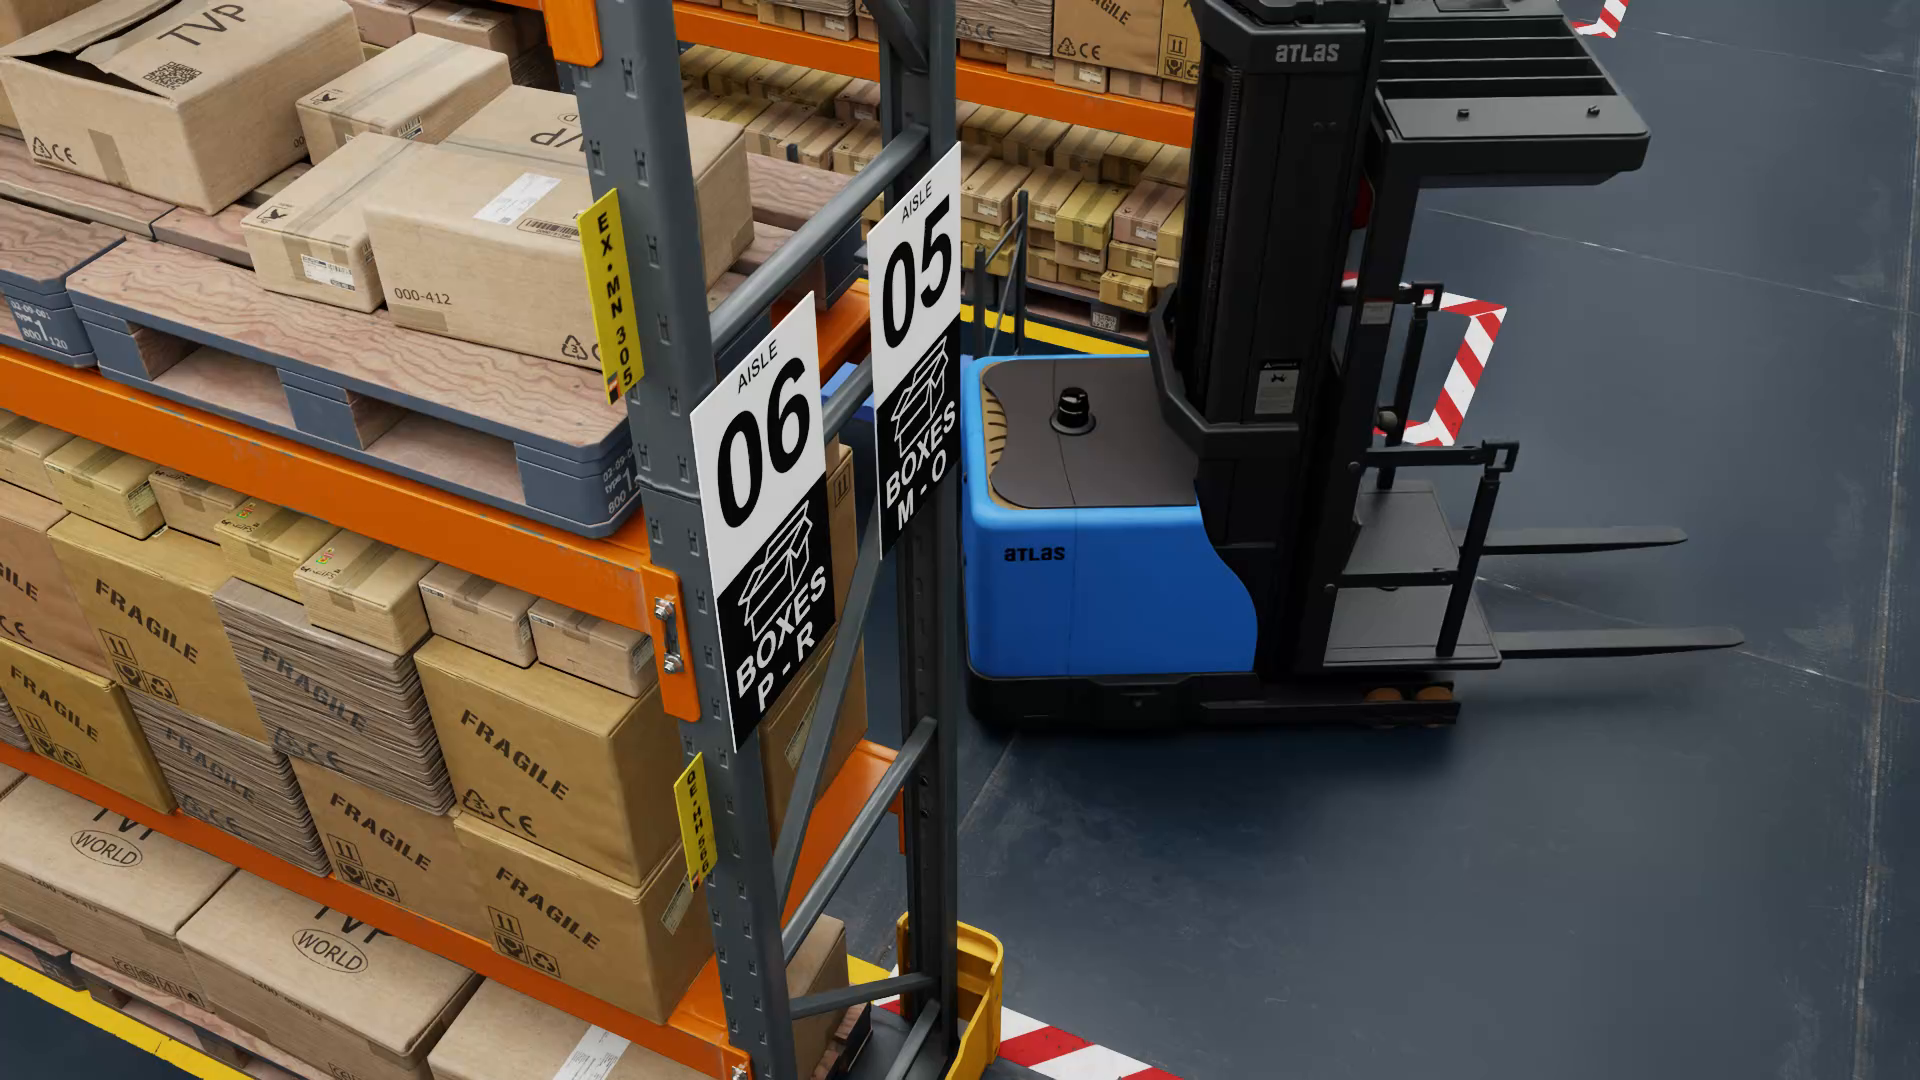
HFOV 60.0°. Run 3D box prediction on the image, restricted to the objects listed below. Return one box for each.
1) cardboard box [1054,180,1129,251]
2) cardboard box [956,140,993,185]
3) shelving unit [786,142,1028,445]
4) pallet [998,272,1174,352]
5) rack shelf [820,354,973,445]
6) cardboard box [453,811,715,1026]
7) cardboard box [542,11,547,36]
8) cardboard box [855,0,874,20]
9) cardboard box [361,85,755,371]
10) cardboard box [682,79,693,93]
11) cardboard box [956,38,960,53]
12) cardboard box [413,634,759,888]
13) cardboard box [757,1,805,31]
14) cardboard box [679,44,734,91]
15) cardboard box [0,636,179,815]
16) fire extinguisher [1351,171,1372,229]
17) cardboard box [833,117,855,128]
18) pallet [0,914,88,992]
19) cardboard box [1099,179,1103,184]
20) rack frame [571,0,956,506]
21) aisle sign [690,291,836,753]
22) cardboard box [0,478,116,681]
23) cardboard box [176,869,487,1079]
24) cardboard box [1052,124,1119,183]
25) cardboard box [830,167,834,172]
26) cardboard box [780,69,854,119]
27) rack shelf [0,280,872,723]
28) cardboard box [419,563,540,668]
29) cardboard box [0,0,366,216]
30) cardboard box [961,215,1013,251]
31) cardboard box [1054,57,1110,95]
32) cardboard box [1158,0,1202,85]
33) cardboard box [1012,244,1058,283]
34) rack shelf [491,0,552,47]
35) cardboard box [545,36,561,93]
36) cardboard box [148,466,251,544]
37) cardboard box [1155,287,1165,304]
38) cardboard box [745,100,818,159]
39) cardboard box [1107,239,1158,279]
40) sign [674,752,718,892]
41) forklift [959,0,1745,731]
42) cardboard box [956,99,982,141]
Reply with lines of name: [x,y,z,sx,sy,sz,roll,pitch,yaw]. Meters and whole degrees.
cardboard box: [0.651,-1.606,8.214,0.250,0.149,0.380,16,43,18]
cardboard box: [-0.016,-1.895,8.548,0.250,0.149,0.380,16,43,17]
shelving unit: [-0.309,-0.789,7.016,1.048,1.500,0.538,15,43,17]
pallet: [0.940,-1.416,8.723,1.213,0.211,1.003,17,44,19]
rack shelf: [-0.309,-0.654,7.134,1.000,0.185,0.538,15,43,17]
cardboard box: [-0.821,0.749,4.020,0.500,0.500,0.500,17,44,19]
cardboard box: [-2.453,-3.170,9.632,0.500,0.250,0.500,15,43,17]
cardboard box: [-0.162,-2.750,7.829,0.500,0.500,0.500,19,44,21]
cardboard box: [-0.717,-0.582,3.058,0.500,0.250,0.500,13,43,15]
cardboard box: [-1.671,-2.399,9.129,0.250,0.149,0.380,19,44,20]
cardboard box: [-0.063,-2.504,8.040,0.250,0.149,0.380,18,44,19]
cardboard box: [-0.809,0.355,3.710,0.500,0.500,0.500,18,44,20]
cardboard box: [-0.803,-2.686,8.250,0.250,0.149,0.380,18,44,19]
cardboard box: [-1.463,-2.673,9.446,0.250,0.149,0.380,18,44,20]
cardboard box: [-2.213,0.329,4.504,0.500,0.500,0.500,18,44,20]
fire extinguisher: [1.763,-1.689,7.253,0.183,0.674,0.296,17,44,19]
cardboard box: [-0.550,-2.288,9.229,0.250,0.149,0.380,18,44,20]
pallet: [-3.240,0.966,5.974,1.213,0.211,1.003,17,44,19]
cardboard box: [0.693,-1.954,8.844,0.250,0.149,0.380,18,44,20]
rack frame: [-0.272,-1.504,2.115,0.127,3.000,1.000,17,44,19]
aisle sign: [-0.337,-0.016,2.993,0.004,0.787,0.394,17,44,19]
cardboard box: [-2.197,-0.051,4.179,0.500,0.500,0.500,17,44,18]
cardboard box: [-1.745,1.201,5.210,0.875,0.438,0.875,18,44,20]
cardboard box: [0.664,-2.026,8.700,0.250,0.149,0.380,15,43,17]
cardboard box: [-0.716,-1.985,8.879,0.250,0.149,0.380,19,44,21]
cardboard box: [-0.784,-2.443,9.180,0.250,0.149,0.380,18,44,20]
rack shelf: [-2.084,-0.653,3.972,4.000,0.370,1.077,17,44,19]
cardboard box: [-0.922,0.066,3.549,0.250,0.149,0.380,18,44,19]
cardboard box: [-1.607,-0.978,3.469,0.500,0.311,0.500,18,44,19]
cardboard box: [0.184,-1.652,8.495,0.250,0.149,0.380,18,44,19]
cardboard box: [0.631,-2.239,7.735,0.250,0.149,0.380,18,44,20]
cardboard box: [1.214,-2.325,7.339,0.500,0.500,0.500,18,44,19]
cardboard box: [0.456,-1.503,8.549,0.250,0.149,0.380,17,44,19]
rack shelf: [-3.708,-3.593,9.654,4.000,0.370,1.077,17,44,19]
cardboard box: [-2.453,-2.887,9.878,0.500,0.500,0.500,19,44,20]
cardboard box: [-1.609,-0.165,3.815,0.250,0.149,0.380,17,44,18]
cardboard box: [1.165,-1.307,8.323,0.250,0.149,0.380,18,44,19]
cardboard box: [-0.950,-2.188,8.886,0.250,0.149,0.380,16,43,18]
cardboard box: [0.917,-1.478,8.294,0.250,0.149,0.380,16,43,18]
sign: [-0.514,0.554,3.256,0.005,0.325,0.100,17,44,19]
forklift: [1.526,-0.728,5.852,3.031,2.935,1.130,-1,41,-2]
cardboard box: [-0.071,-2.222,8.925,0.250,0.149,0.380,17,44,19]
